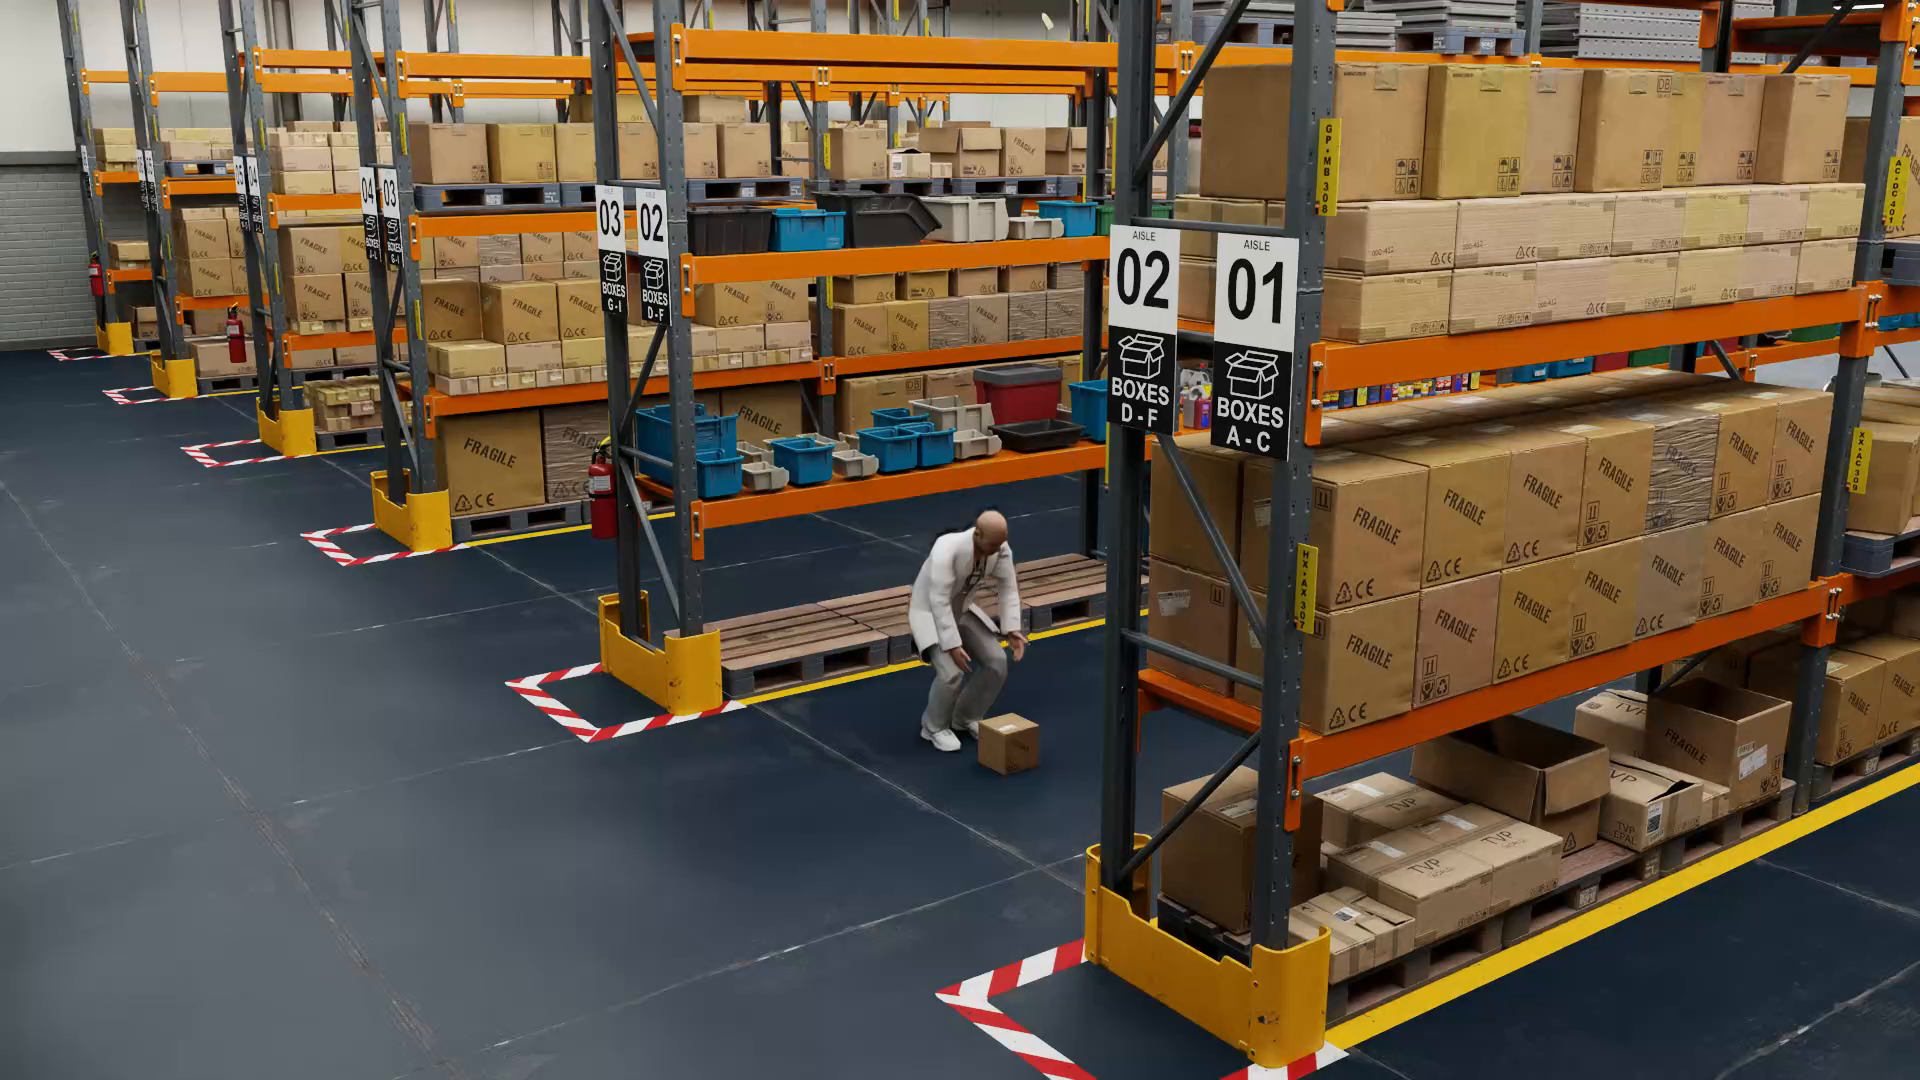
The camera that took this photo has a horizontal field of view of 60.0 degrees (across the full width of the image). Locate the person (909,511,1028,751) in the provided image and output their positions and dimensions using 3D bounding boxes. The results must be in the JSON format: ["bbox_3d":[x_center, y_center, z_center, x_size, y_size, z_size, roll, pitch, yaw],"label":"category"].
[{"bbox_3d":[0.028,0.496,9.780,0.629,1.440,0.701,-10,17,-35],"label":"person"}]
